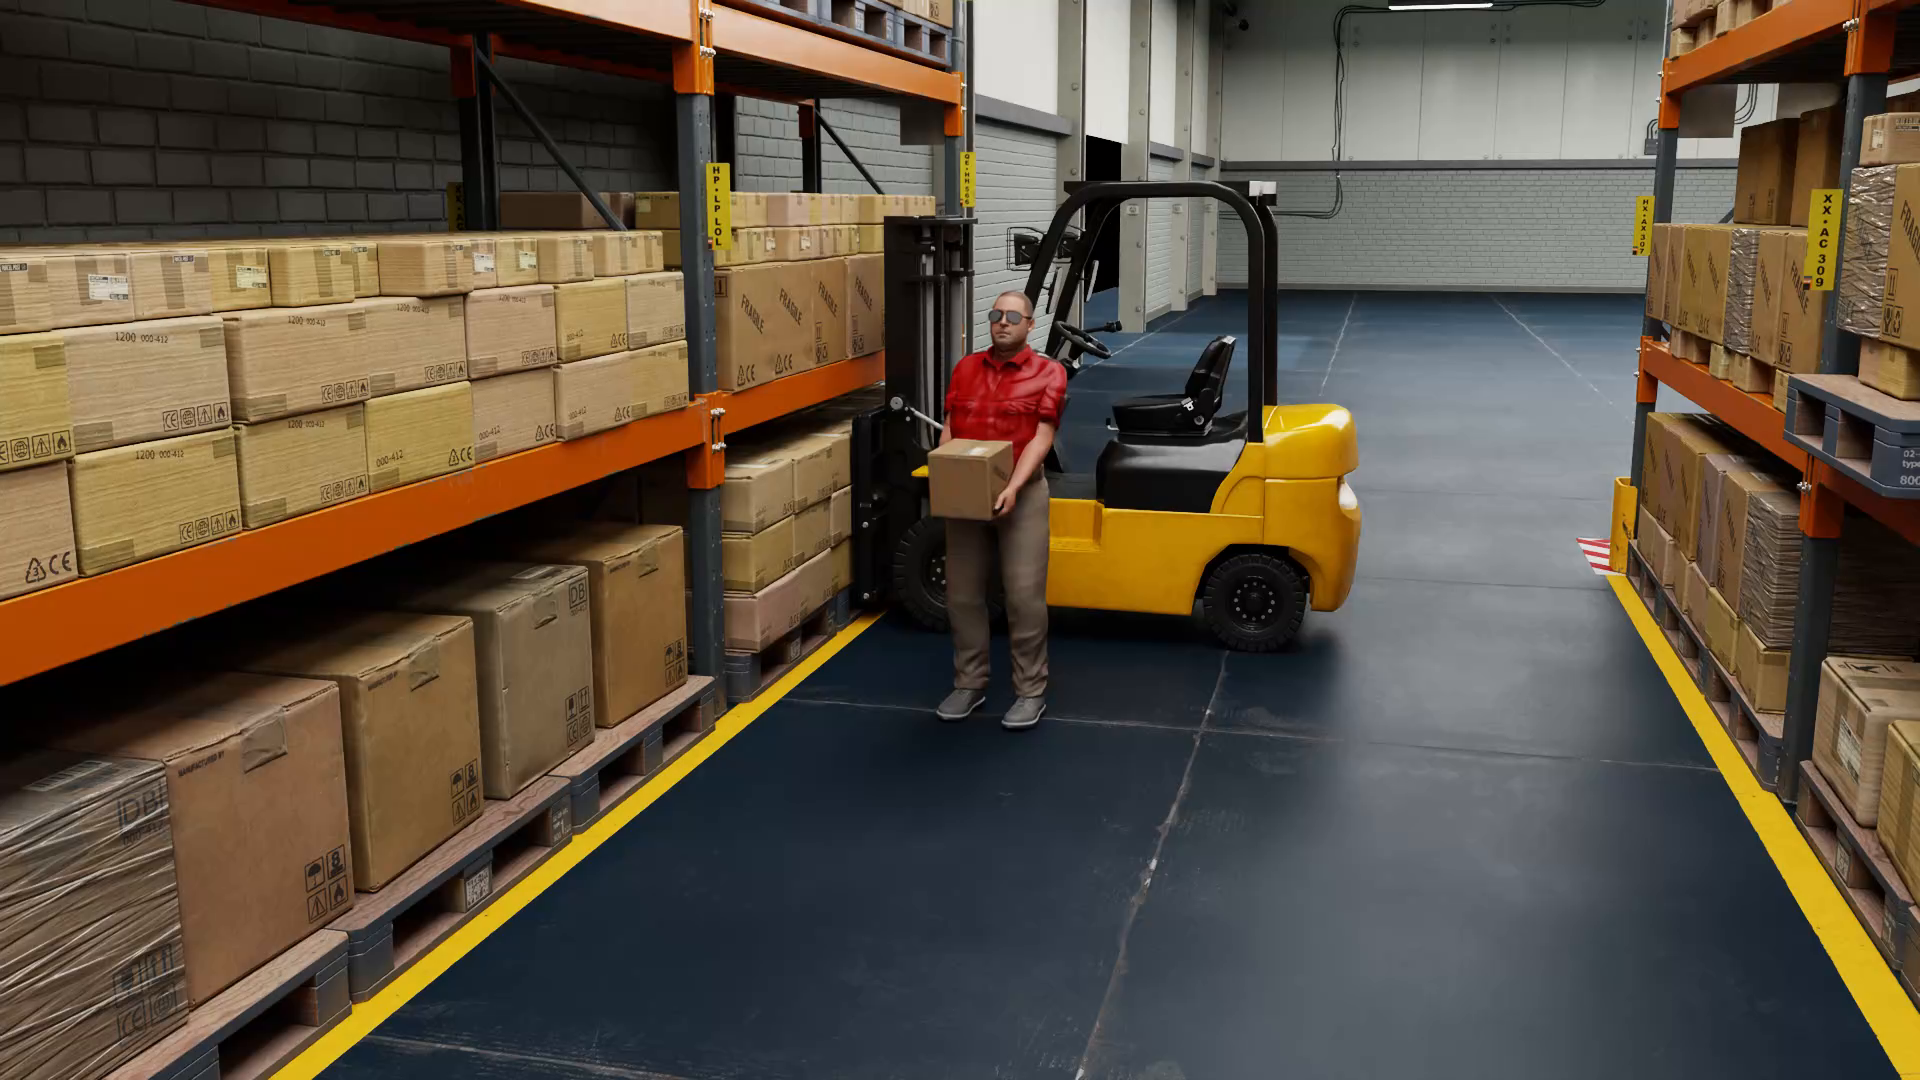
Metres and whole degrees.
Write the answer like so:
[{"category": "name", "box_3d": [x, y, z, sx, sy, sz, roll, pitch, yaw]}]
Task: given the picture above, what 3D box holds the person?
[{"category": "person", "box_3d": [0.133, -0.112, 6.565, 0.496, 1.715, 0.530, 5, 12, 24]}]
